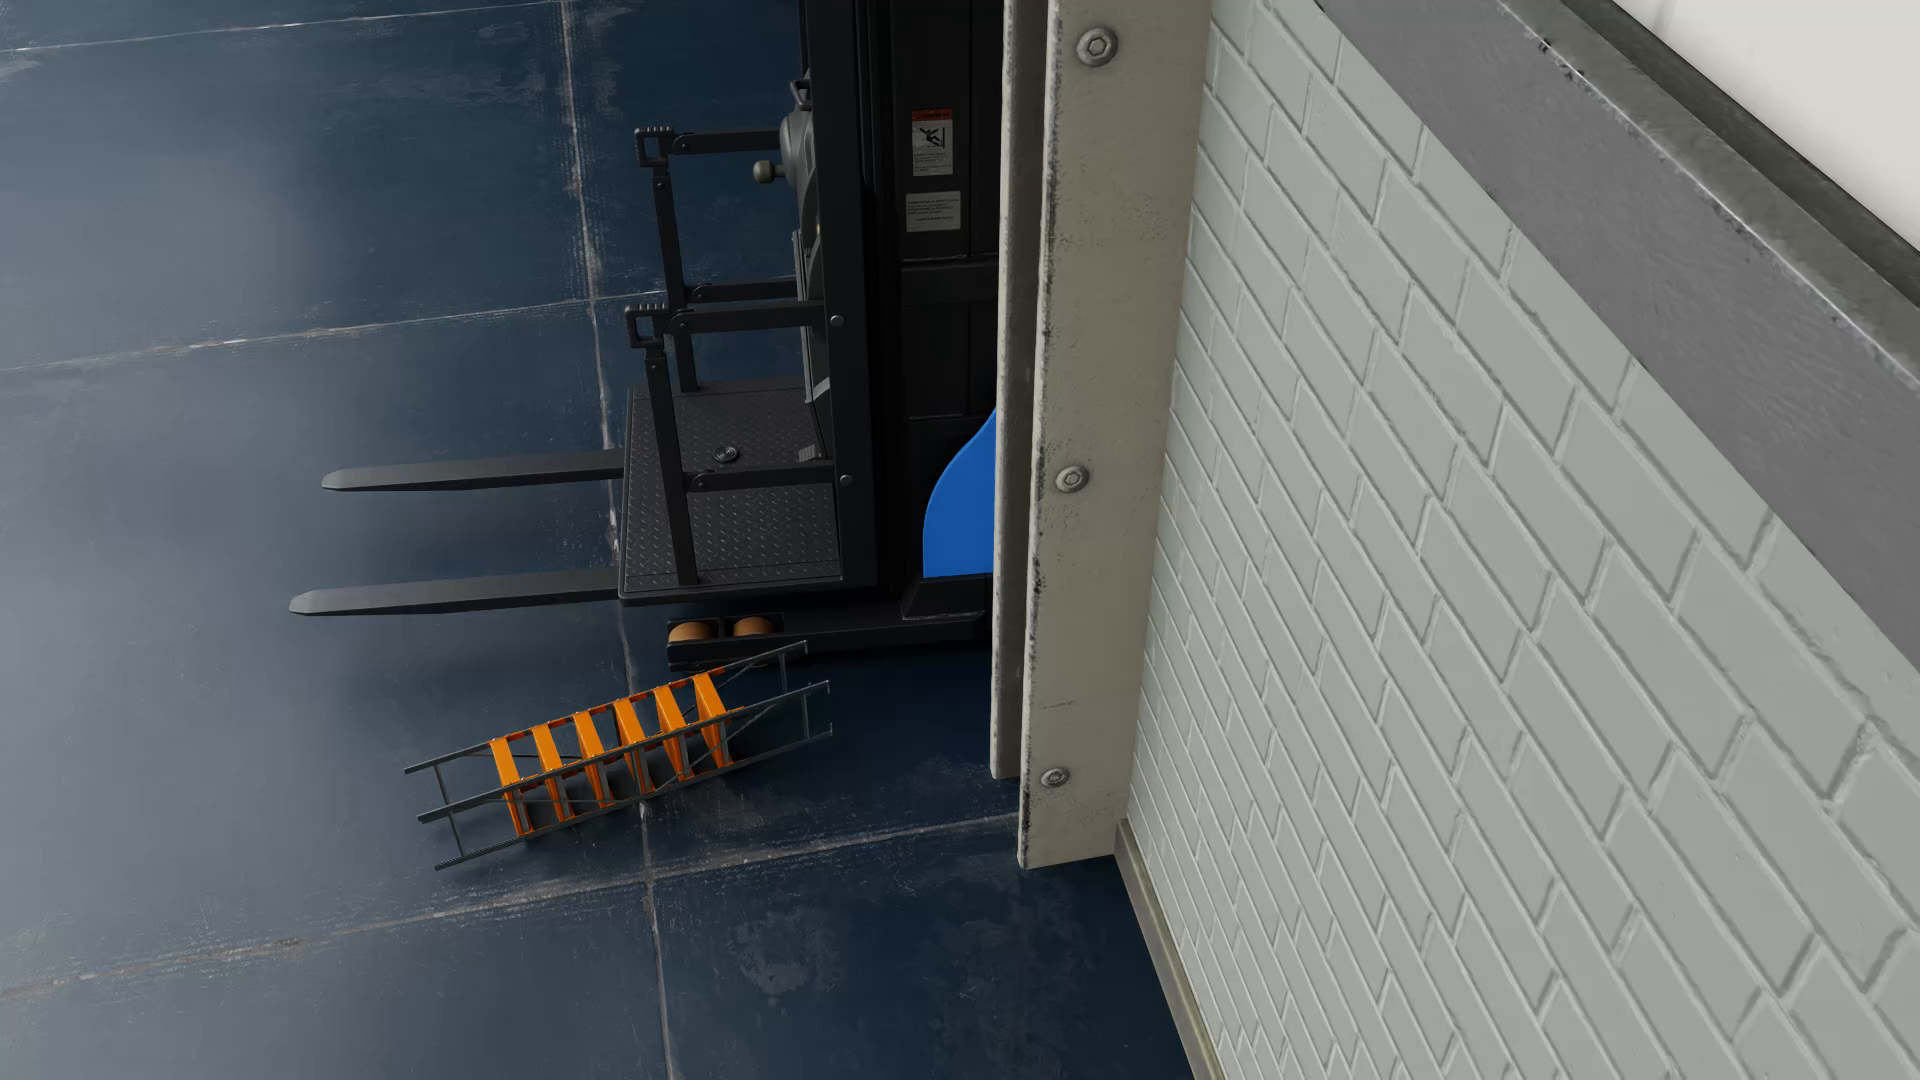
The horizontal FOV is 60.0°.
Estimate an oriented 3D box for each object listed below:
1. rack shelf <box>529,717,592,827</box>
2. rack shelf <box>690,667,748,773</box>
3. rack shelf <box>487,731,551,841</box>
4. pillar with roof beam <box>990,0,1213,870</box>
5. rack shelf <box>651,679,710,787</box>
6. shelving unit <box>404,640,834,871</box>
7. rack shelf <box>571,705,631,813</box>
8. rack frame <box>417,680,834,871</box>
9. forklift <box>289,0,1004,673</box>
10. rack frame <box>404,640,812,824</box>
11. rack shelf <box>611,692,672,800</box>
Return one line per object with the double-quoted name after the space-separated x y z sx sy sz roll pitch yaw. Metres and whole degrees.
-1.143 0.669 4.774 0.103 0.258 0.180 -17 44 -18 "rack shelf"
-0.708 0.535 4.926 0.103 0.258 0.180 -17 44 -18 "rack shelf"
-1.252 0.703 4.736 0.103 0.258 0.180 -17 44 -18 "rack shelf"
-3.922 -1.967 1.187 9.100 9.000 0.400 -8 42 -9 "pillar with roof beam"
-0.817 0.568 4.888 0.103 0.258 0.180 -17 44 -18 "rack shelf"
-0.966 0.615 4.836 1.200 0.258 0.189 -17 44 -18 "shelving unit"
-1.034 0.636 4.812 0.103 0.258 0.180 -17 44 -18 "rack shelf"
-0.927 0.670 4.774 1.200 0.240 0.006 -17 44 -18 "rack frame"
-0.623 -1.047 4.721 3.031 2.935 1.130 -5 42 -5 "forklift"
-1.005 0.559 4.898 1.200 0.240 0.006 -17 44 -18 "rack frame"
-0.926 0.602 4.850 0.103 0.258 0.180 -17 44 -18 "rack shelf"
